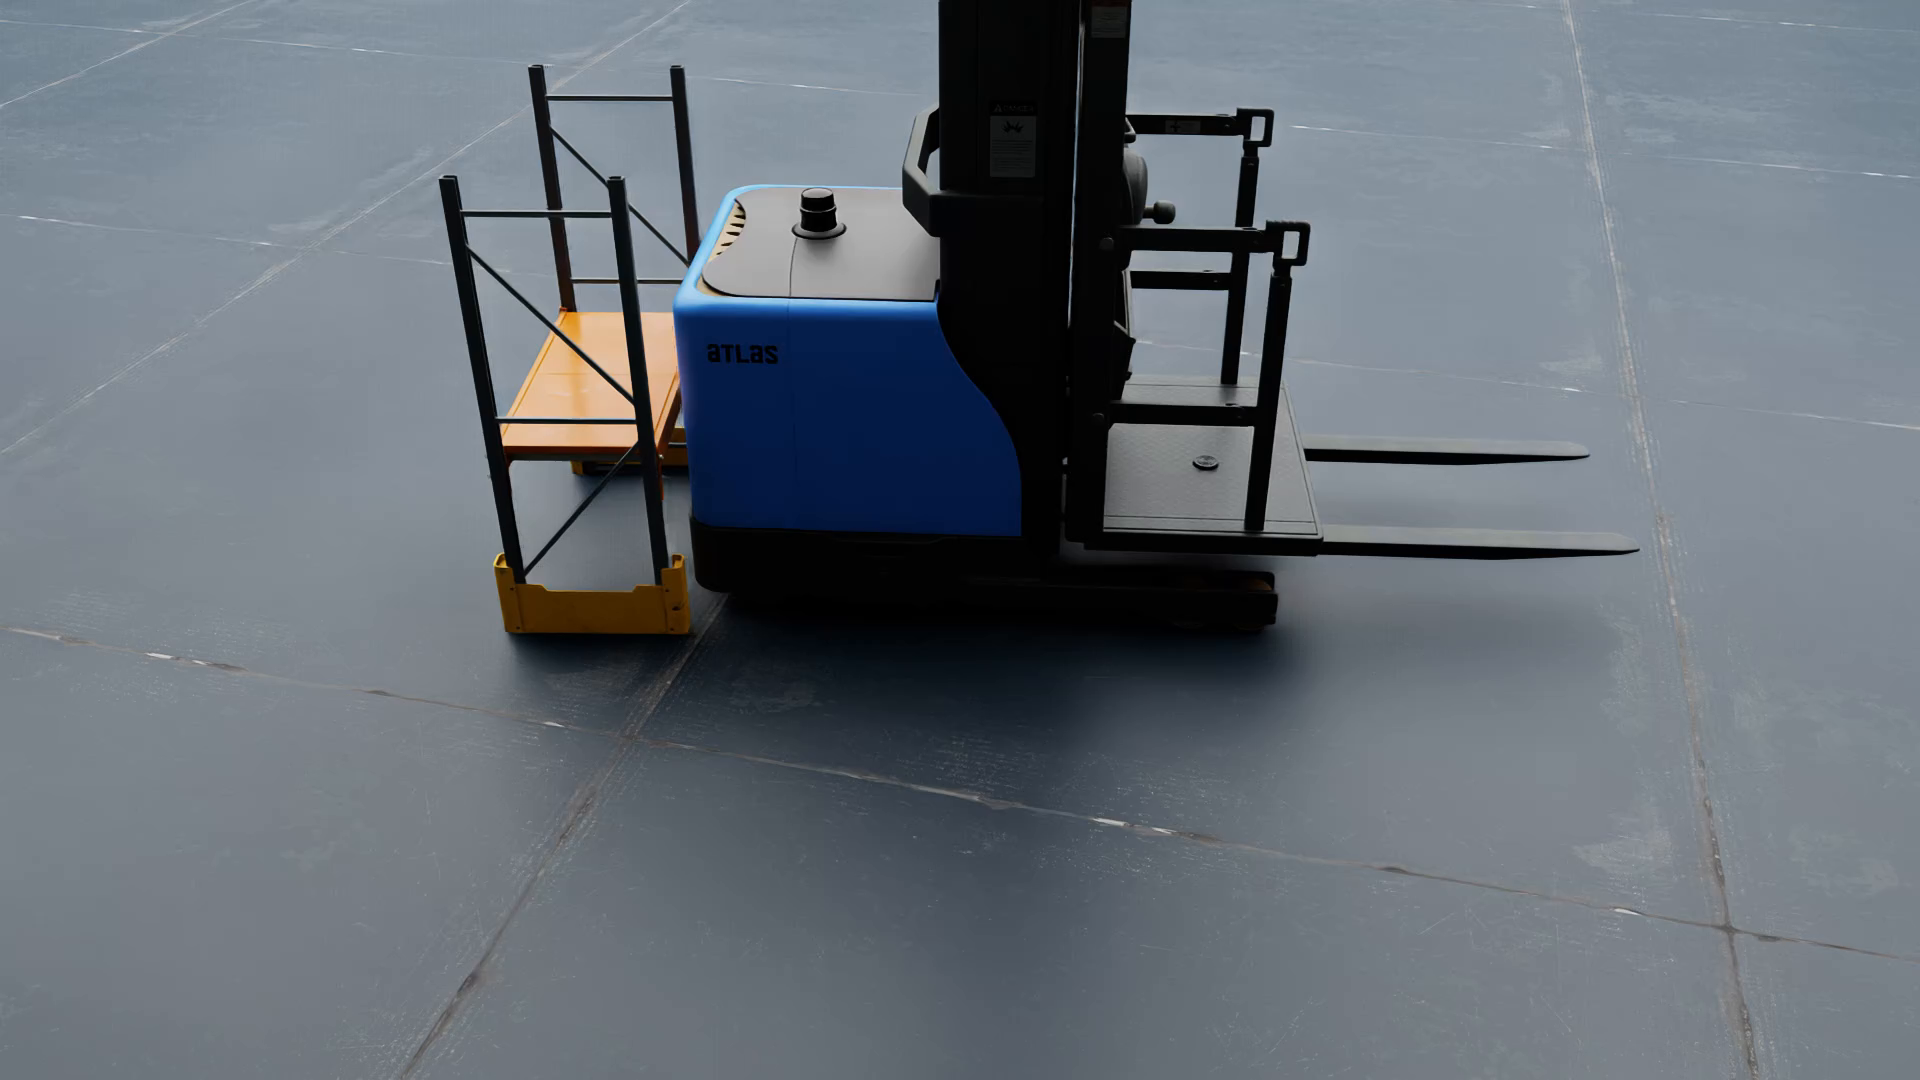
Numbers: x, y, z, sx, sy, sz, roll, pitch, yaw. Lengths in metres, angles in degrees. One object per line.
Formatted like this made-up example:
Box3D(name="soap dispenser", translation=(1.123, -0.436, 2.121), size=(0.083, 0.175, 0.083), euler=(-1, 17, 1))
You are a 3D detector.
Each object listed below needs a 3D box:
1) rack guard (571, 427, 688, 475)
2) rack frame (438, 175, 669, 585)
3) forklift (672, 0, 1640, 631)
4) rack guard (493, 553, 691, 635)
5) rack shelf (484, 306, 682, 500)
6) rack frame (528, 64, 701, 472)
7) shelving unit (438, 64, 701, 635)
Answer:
Box3D(name="rack guard", translation=(-1.137, -0.365, 6.091), size=(0.587, 0.250, 0.087), euler=(1, 32, 1))
Box3D(name="rack frame", translation=(-1.157, -0.348, 4.899), size=(0.500, 1.500, 0.032), euler=(1, 32, 1))
Box3D(name="forklift", translation=(0.672, -1.244, 4.974), size=(3.031, 2.935, 1.130), euler=(2, 32, 3))
Box3D(name="rack guard", translation=(-1.156, 0.169, 5.250), size=(0.587, 0.250, 0.087), euler=(1, 32, 1))
Box3D(name="rack shelf", translation=(-1.147, -0.469, 5.424), size=(0.538, 0.185, 1.000), euler=(1, 32, 1))
Box3D(name="rack frame", translation=(-1.138, -0.893, 5.757), size=(0.500, 1.500, 0.032), euler=(1, 32, 1))
Box3D(name="shelving unit", translation=(-1.147, -0.625, 5.335), size=(0.587, 1.500, 1.083), euler=(1, 32, 1))
